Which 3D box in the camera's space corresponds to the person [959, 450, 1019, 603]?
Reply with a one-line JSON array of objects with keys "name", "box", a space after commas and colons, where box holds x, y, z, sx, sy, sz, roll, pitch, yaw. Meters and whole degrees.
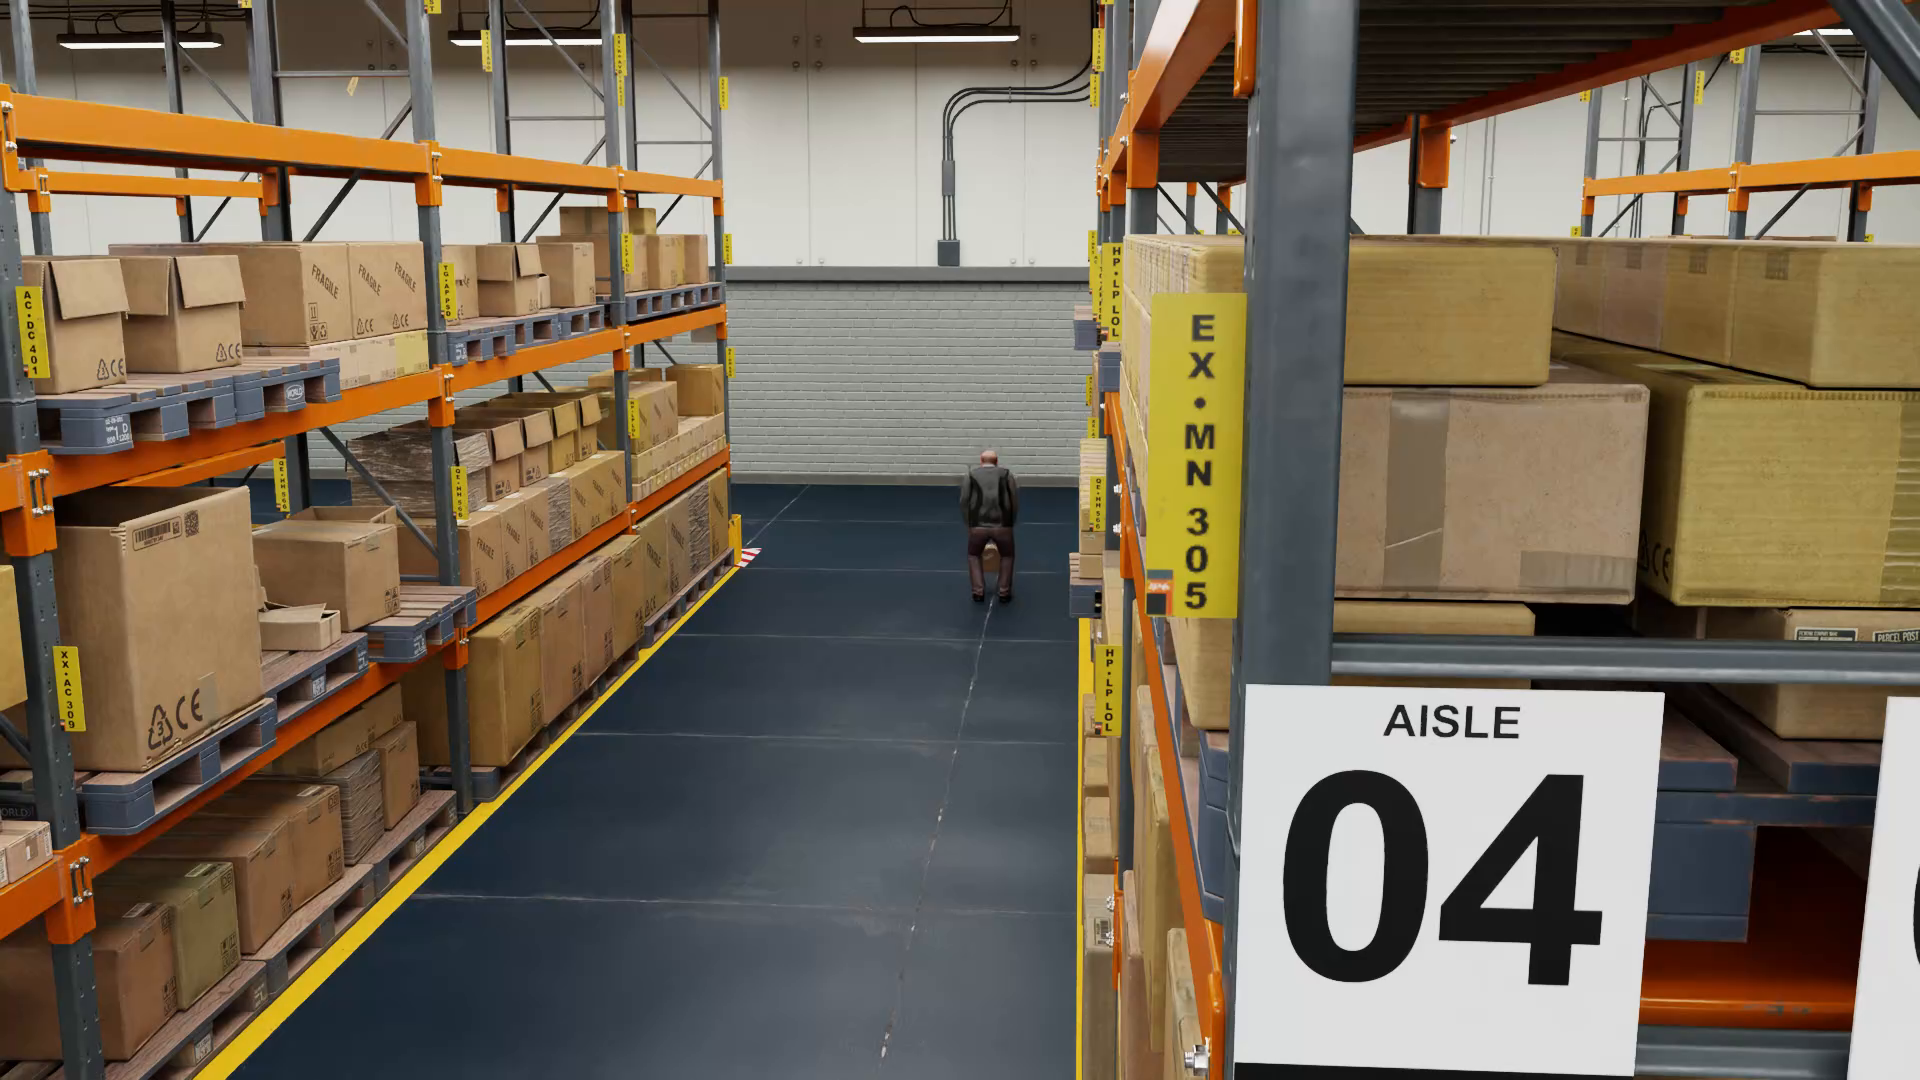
[{"name": "person", "box": [0.278, -0.126, 16.400, 0.590, 1.456, 0.669, 1, 11, 4]}]
